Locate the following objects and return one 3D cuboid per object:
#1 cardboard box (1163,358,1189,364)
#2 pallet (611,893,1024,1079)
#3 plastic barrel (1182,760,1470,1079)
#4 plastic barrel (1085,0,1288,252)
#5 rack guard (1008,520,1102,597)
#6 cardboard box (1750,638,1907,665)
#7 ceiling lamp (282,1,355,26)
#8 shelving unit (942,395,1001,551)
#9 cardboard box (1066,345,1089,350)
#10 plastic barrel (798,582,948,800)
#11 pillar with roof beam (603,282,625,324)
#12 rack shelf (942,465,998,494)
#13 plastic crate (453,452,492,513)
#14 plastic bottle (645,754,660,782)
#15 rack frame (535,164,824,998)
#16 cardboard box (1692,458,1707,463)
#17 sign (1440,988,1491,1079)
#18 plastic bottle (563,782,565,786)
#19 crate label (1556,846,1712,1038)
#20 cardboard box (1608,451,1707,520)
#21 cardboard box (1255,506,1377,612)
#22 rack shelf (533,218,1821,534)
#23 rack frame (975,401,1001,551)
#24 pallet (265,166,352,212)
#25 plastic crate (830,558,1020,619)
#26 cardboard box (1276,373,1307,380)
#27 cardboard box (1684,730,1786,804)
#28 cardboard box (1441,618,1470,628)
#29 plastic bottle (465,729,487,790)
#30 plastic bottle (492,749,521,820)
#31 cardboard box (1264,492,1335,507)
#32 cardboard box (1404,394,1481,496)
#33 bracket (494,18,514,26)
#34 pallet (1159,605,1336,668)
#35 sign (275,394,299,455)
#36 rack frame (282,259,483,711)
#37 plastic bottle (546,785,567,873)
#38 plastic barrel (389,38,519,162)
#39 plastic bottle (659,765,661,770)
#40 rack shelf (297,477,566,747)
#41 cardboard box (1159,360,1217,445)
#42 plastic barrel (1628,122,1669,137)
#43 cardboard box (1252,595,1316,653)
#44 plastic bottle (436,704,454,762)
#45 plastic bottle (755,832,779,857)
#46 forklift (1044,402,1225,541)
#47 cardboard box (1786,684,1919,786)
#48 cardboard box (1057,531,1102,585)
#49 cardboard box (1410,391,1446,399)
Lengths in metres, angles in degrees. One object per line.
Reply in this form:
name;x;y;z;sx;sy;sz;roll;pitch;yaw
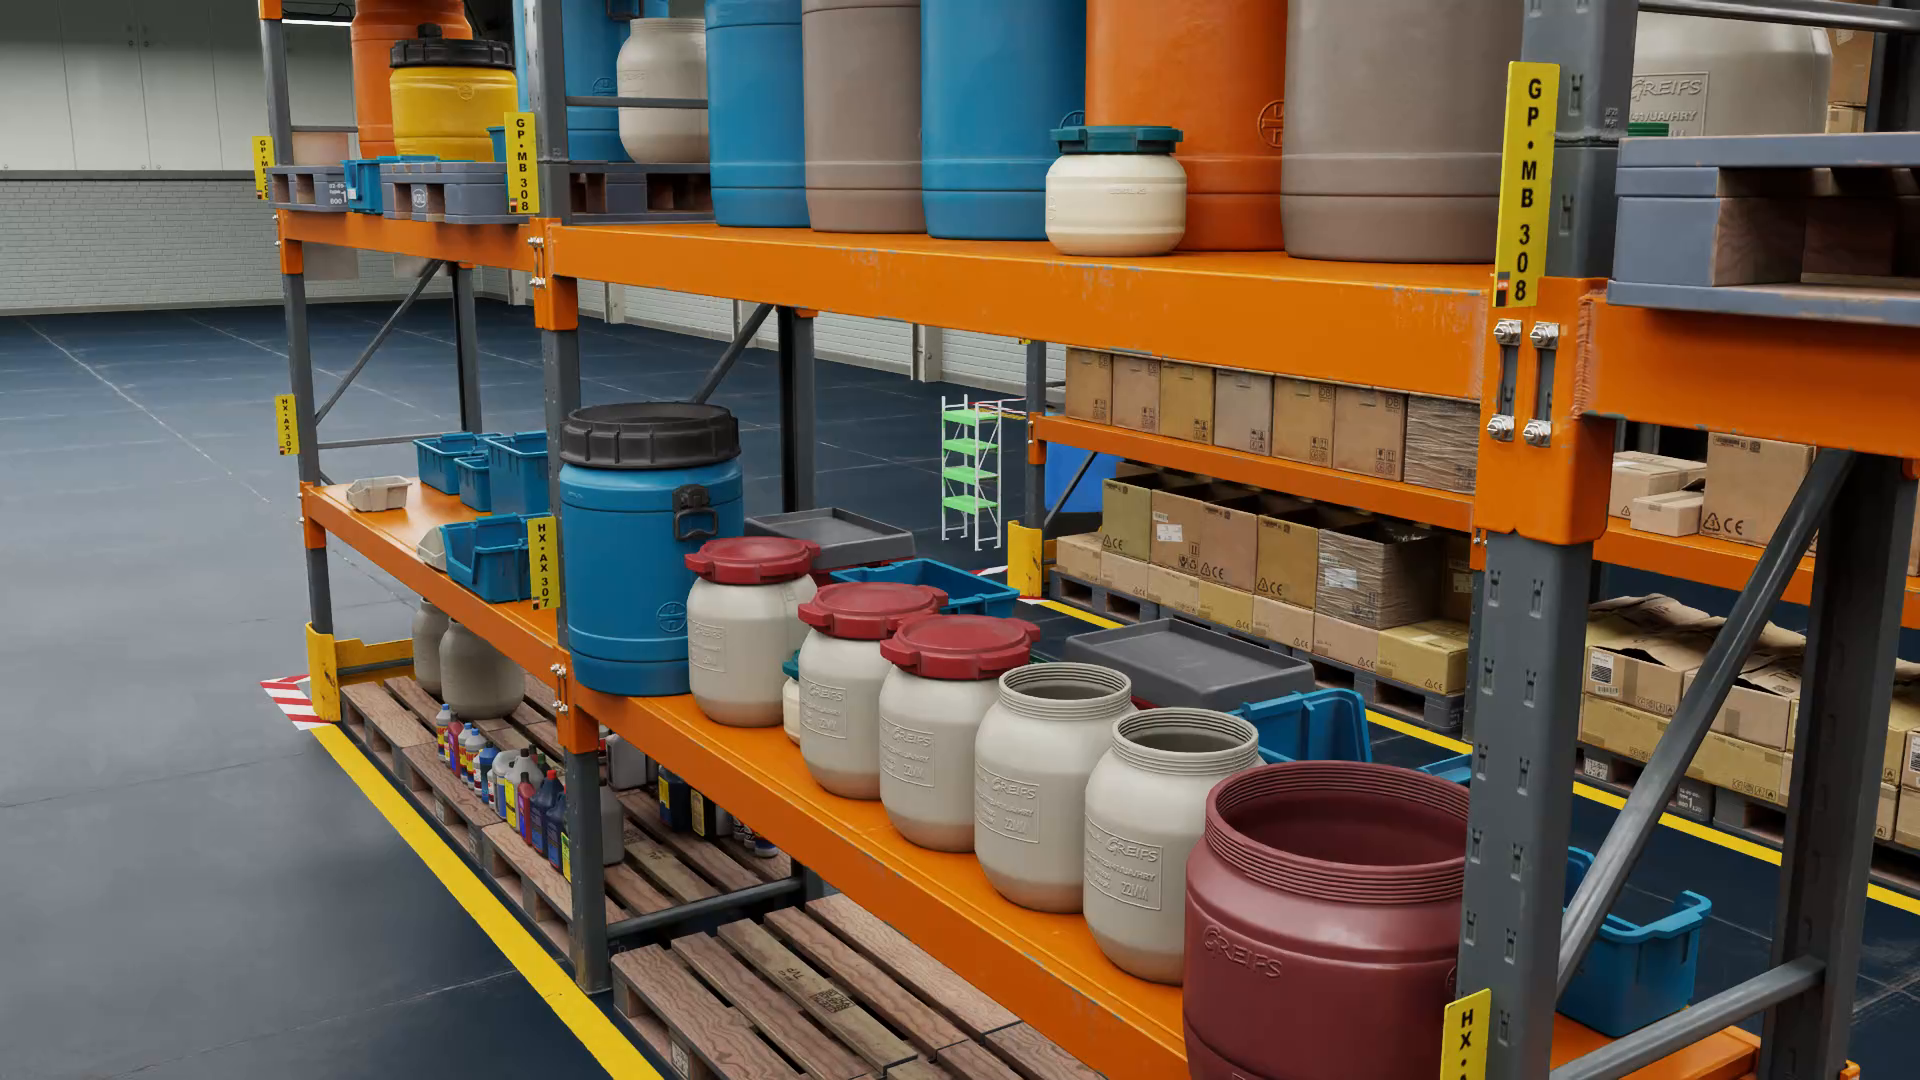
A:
cardboard box;1.531;-1.229;10.710;0.380;0.149;0.250;-9;15;-35
pallet;-0.523;1.652;5.813;1.003;0.211;1.213;-8;15;-33
plastic barrel;0.717;0.753;3.079;0.600;0.536;0.708;-8;15;-33
plastic barrel;0.589;-1.097;3.831;0.600;0.830;0.708;-8;15;-33
rack guard;0.906;0.075;12.351;1.175;0.500;0.348;-8;15;-33
cardboard box;4.166;0.652;7.999;0.500;0.311;0.500;-8;15;-33
ceiling lamp;-12.461;-11.551;31.953;2.000;3.185;0.800;-8;15;-33
shelving unit;0.092;-0.557;13.599;0.258;1.200;0.503;-8;15;-33
cardboard box;0.957;-1.413;11.548;0.380;0.149;0.250;-8;15;-33
plastic barrel;-0.236;0.415;4.625;0.433;0.535;0.433;0;12;0
pillar with roof beam;-10.732;-8.397;31.194;9.100;9.000;0.548;-8;15;-33
rack shelf;0.092;-0.494;13.613;0.258;0.148;0.480;-8;15;-33
plastic crate;-2.325;-0.314;8.626;0.499;0.251;0.408;-8;15;-33
plastic bottle;-1.432;0.932;7.749;0.144;0.351;0.185;-8;15;-33
rack frame;-0.990;0.155;6.133;1.000;3.000;0.127;-8;15;-33
cardboard box;6.030;-0.352;13.270;0.700;0.500;0.500;-9;15;-36
sign;0.772;0.853;2.559;0.100;0.325;0.005;-8;15;-33
plastic bottle;-1.584;1.134;7.001;0.152;0.276;0.135;-8;15;-33
crate label;1.305;0.829;3.443;0.303;0.233;0.416;-8;15;-33
cardboard box;3.445;-0.275;8.450;0.500;0.250;0.500;-7;14;-29
cardboard box;2.149;0.105;10.056;0.500;0.500;0.500;-8;15;-33
rack shelf;0.118;-0.604;4.263;1.077;0.370;4.000;-8;15;-33
rack frame;0.227;-0.513;13.401;0.240;1.200;0.015;-8;15;-33
pallet;-2.830;-1.771;8.360;1.003;0.211;1.213;-8;15;-33
plastic crate;-0.120;0.322;5.406;0.392;0.384;0.575;-8;15;-33
cardboard box;2.104;-1.046;9.870;0.380;0.149;0.250;-8;14;-31
cardboard box;3.724;0.991;7.761;0.500;0.250;0.500;-9;15;-34
cardboard box;3.131;0.589;9.601;0.500;0.250;0.500;-8;15;-33
plastic bottle;-2.216;0.999;7.627;0.097;0.271;0.097;0;12;0
plastic bottle;-1.959;1.069;7.298;0.152;0.276;0.135;-8;15;-32
cardboard box;2.306;-0.045;10.745;0.500;0.500;0.500;-8;15;-33
cardboard box;2.884;-0.558;9.158;0.700;0.500;0.500;-9;15;-34
bracket;-9.111;-11.158;35.395;0.076;0.066;4.783;-8;15;-33
pallet;2.050;0.568;10.771;1.003;0.211;1.213;-8;15;-33
sign;-3.667;-0.628;9.062;0.100;0.325;0.005;-8;15;-33
rack frame;-3.206;-0.557;9.386;1.000;3.000;0.127;-8;15;-33
plastic bottle;-1.587;1.153;6.737;0.144;0.351;0.185;-9;15;-34
plastic barrel;-2.469;-2.131;8.142;0.600;0.588;0.600;0;12;0
plastic bottle;-1.273;1.068;7.311;0.097;0.271;0.097;0;12;0
rack shelf;-2.098;0.150;7.836;1.077;0.370;4.000;-8;15;-33
cardboard box;1.732;-0.925;10.835;0.700;0.500;0.500;-8;15;-32
plastic barrel;1.047;-0.561;2.749;0.294;0.245;0.294;0;12;0
cardboard box;2.138;0.473;10.129;0.500;0.250;0.500;-8;15;-33
plastic bottle;-2.461;0.921;7.987;0.097;0.271;0.097;0;12;0
plastic bottle;-0.802;1.164;6.874;0.097;0.271;0.097;0;12;0
forklift;2.125;-1.498;13.852;3.031;2.935;1.130;-2;12;-8
cardboard box;4.010;0.809;7.279;0.500;0.311;0.500;-8;14;-31
cardboard box;1.031;0.118;11.756;0.500;0.250;0.500;-8;15;-33
cardboard box;2.671;-0.864;9.038;0.380;0.149;0.250;-8;15;-34
